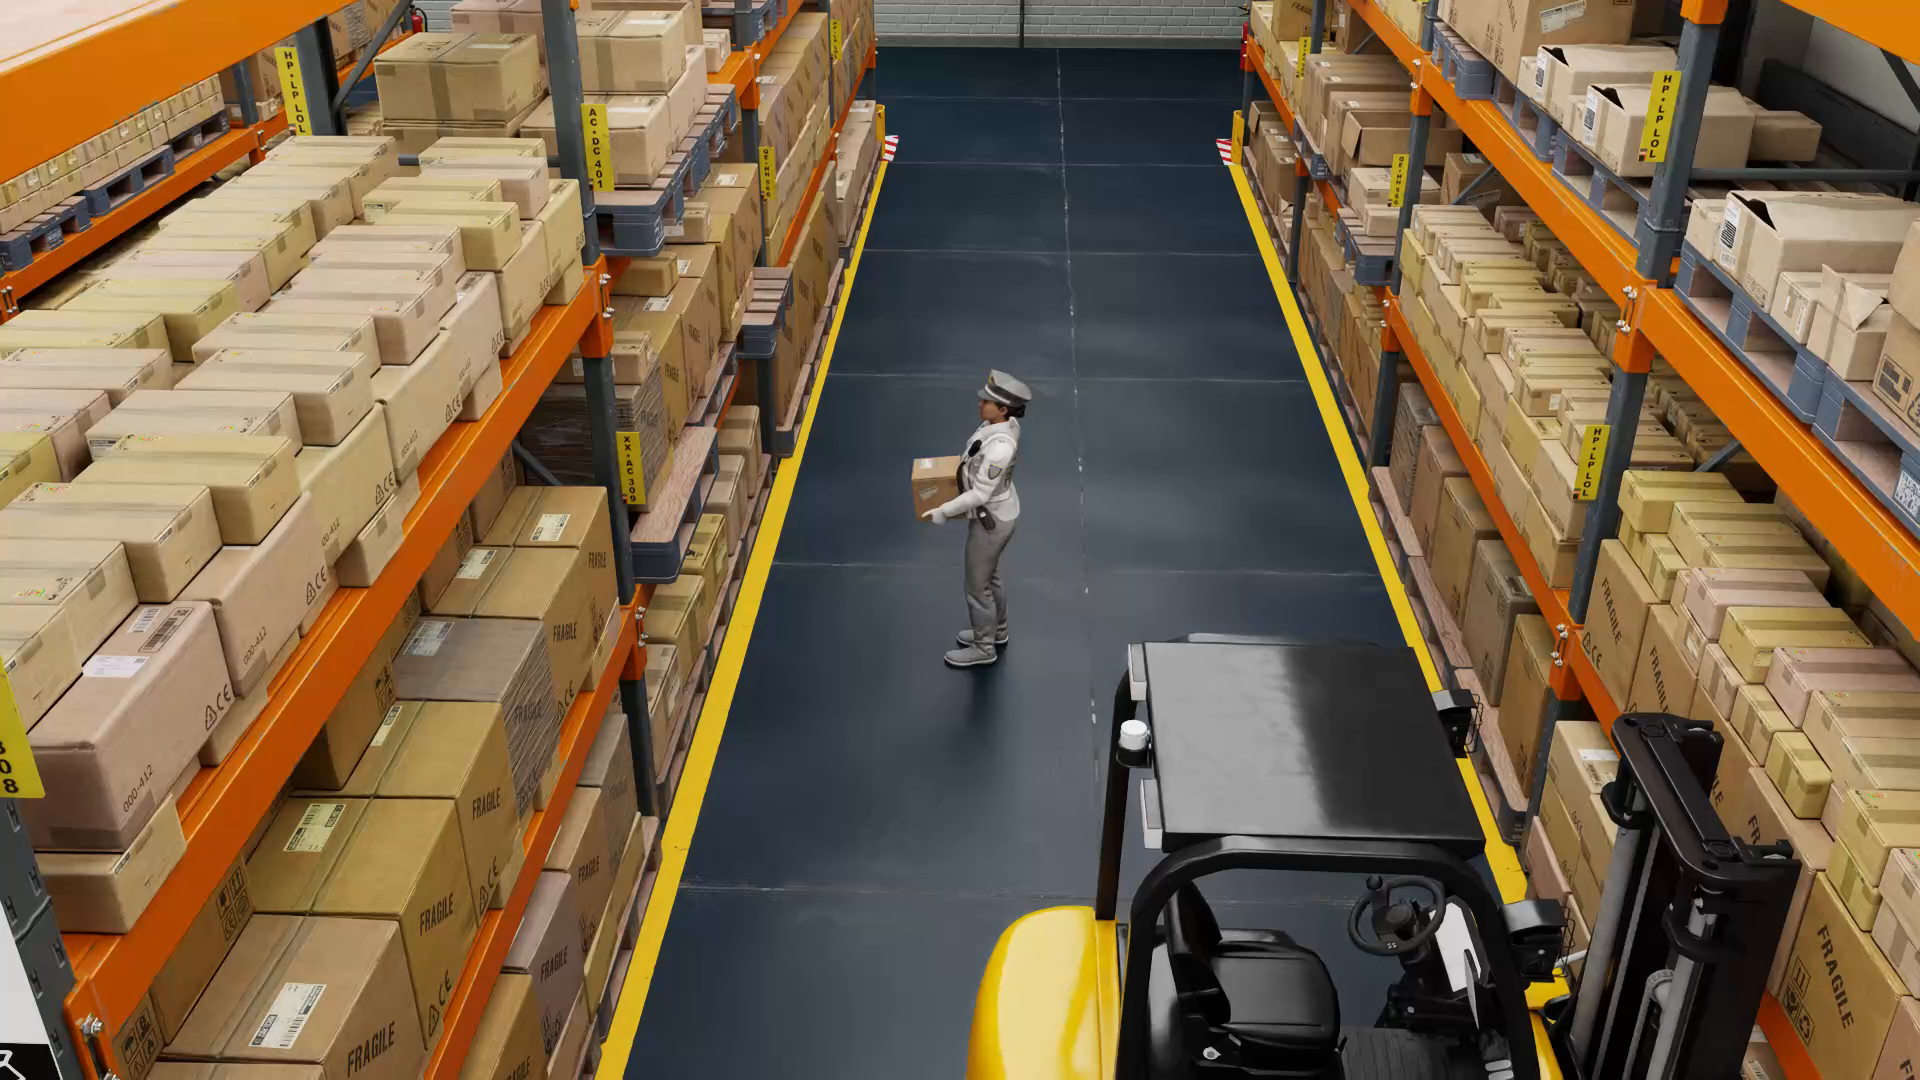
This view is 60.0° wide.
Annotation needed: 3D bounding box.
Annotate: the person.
[{"bbox_3d":[0.087,-0.118,8.813,0.563,1.687,0.461,1,28,2],"label":"person"}]
